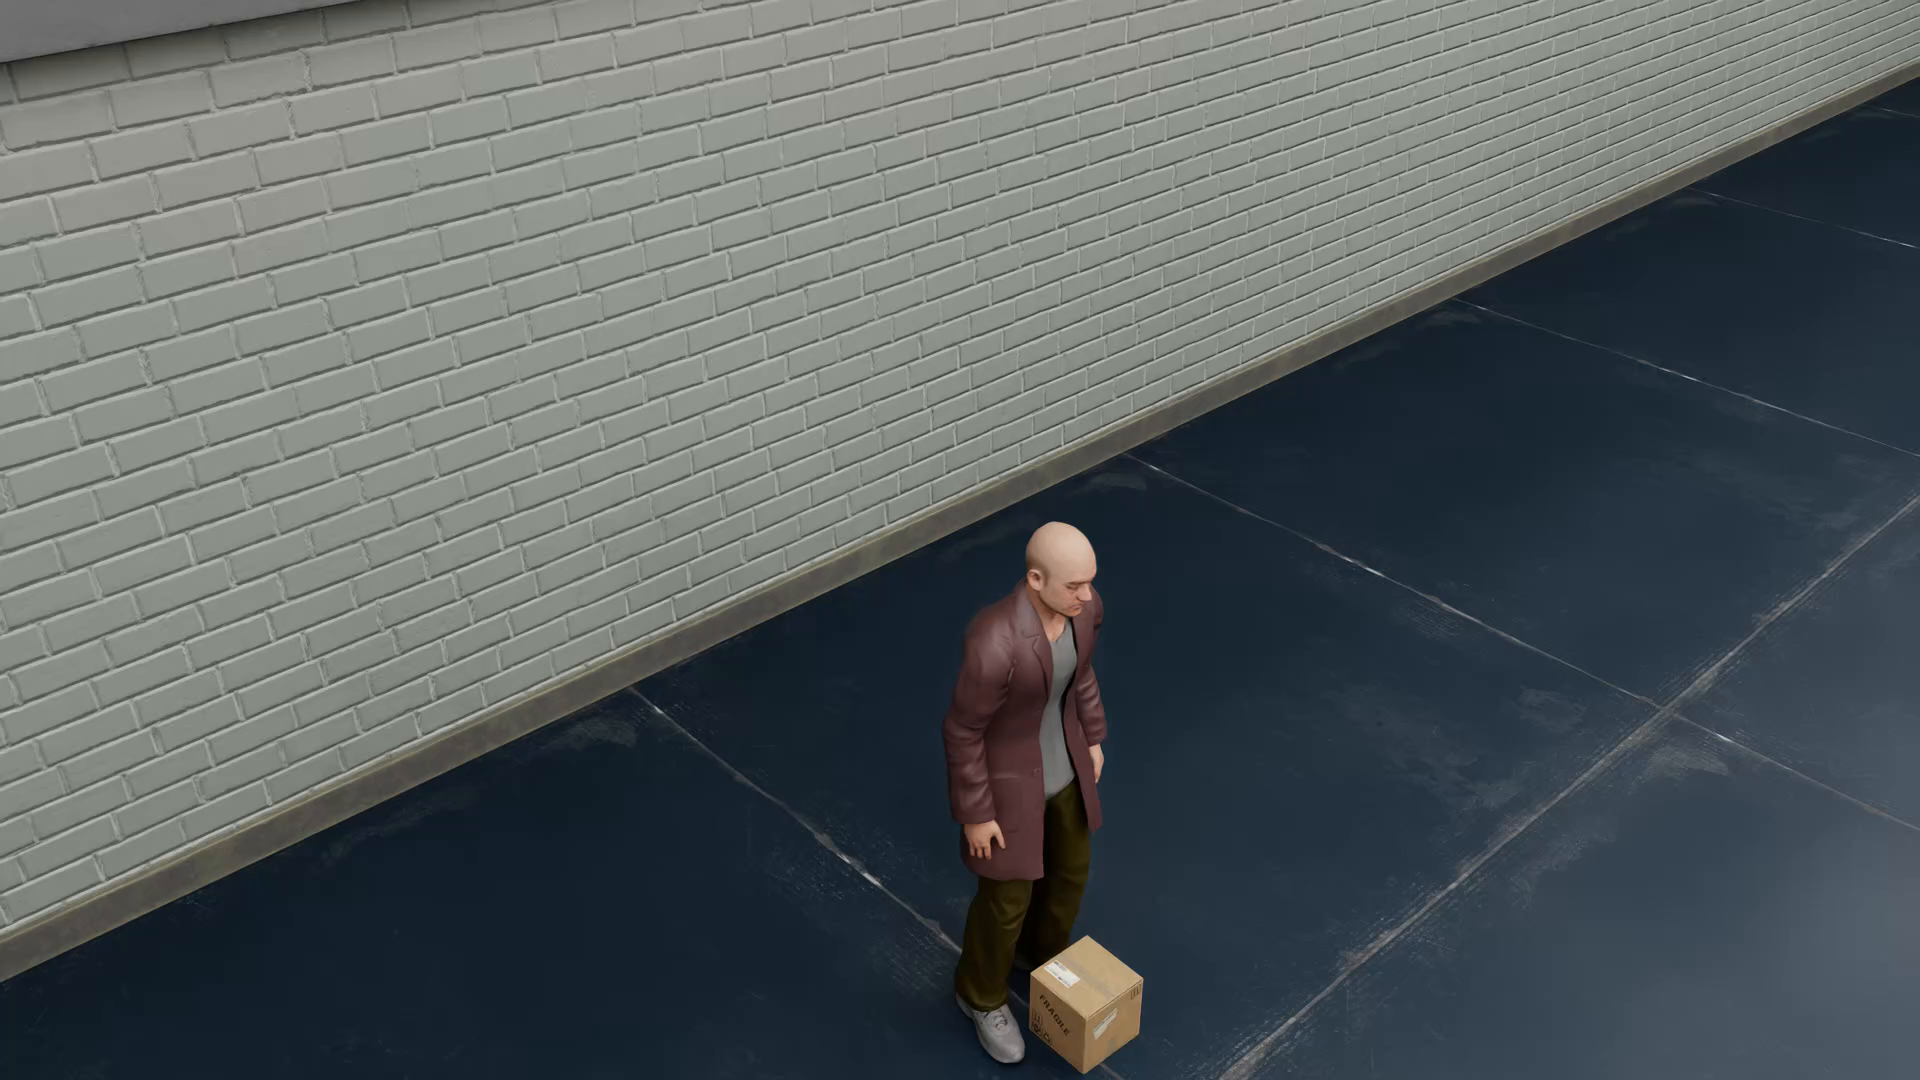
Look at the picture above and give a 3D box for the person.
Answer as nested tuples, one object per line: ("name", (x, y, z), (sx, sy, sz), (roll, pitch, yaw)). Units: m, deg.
("person", (0.225, 0.712, 4.981), (0.429, 1.772, 0.645), (27, 40, 36))
